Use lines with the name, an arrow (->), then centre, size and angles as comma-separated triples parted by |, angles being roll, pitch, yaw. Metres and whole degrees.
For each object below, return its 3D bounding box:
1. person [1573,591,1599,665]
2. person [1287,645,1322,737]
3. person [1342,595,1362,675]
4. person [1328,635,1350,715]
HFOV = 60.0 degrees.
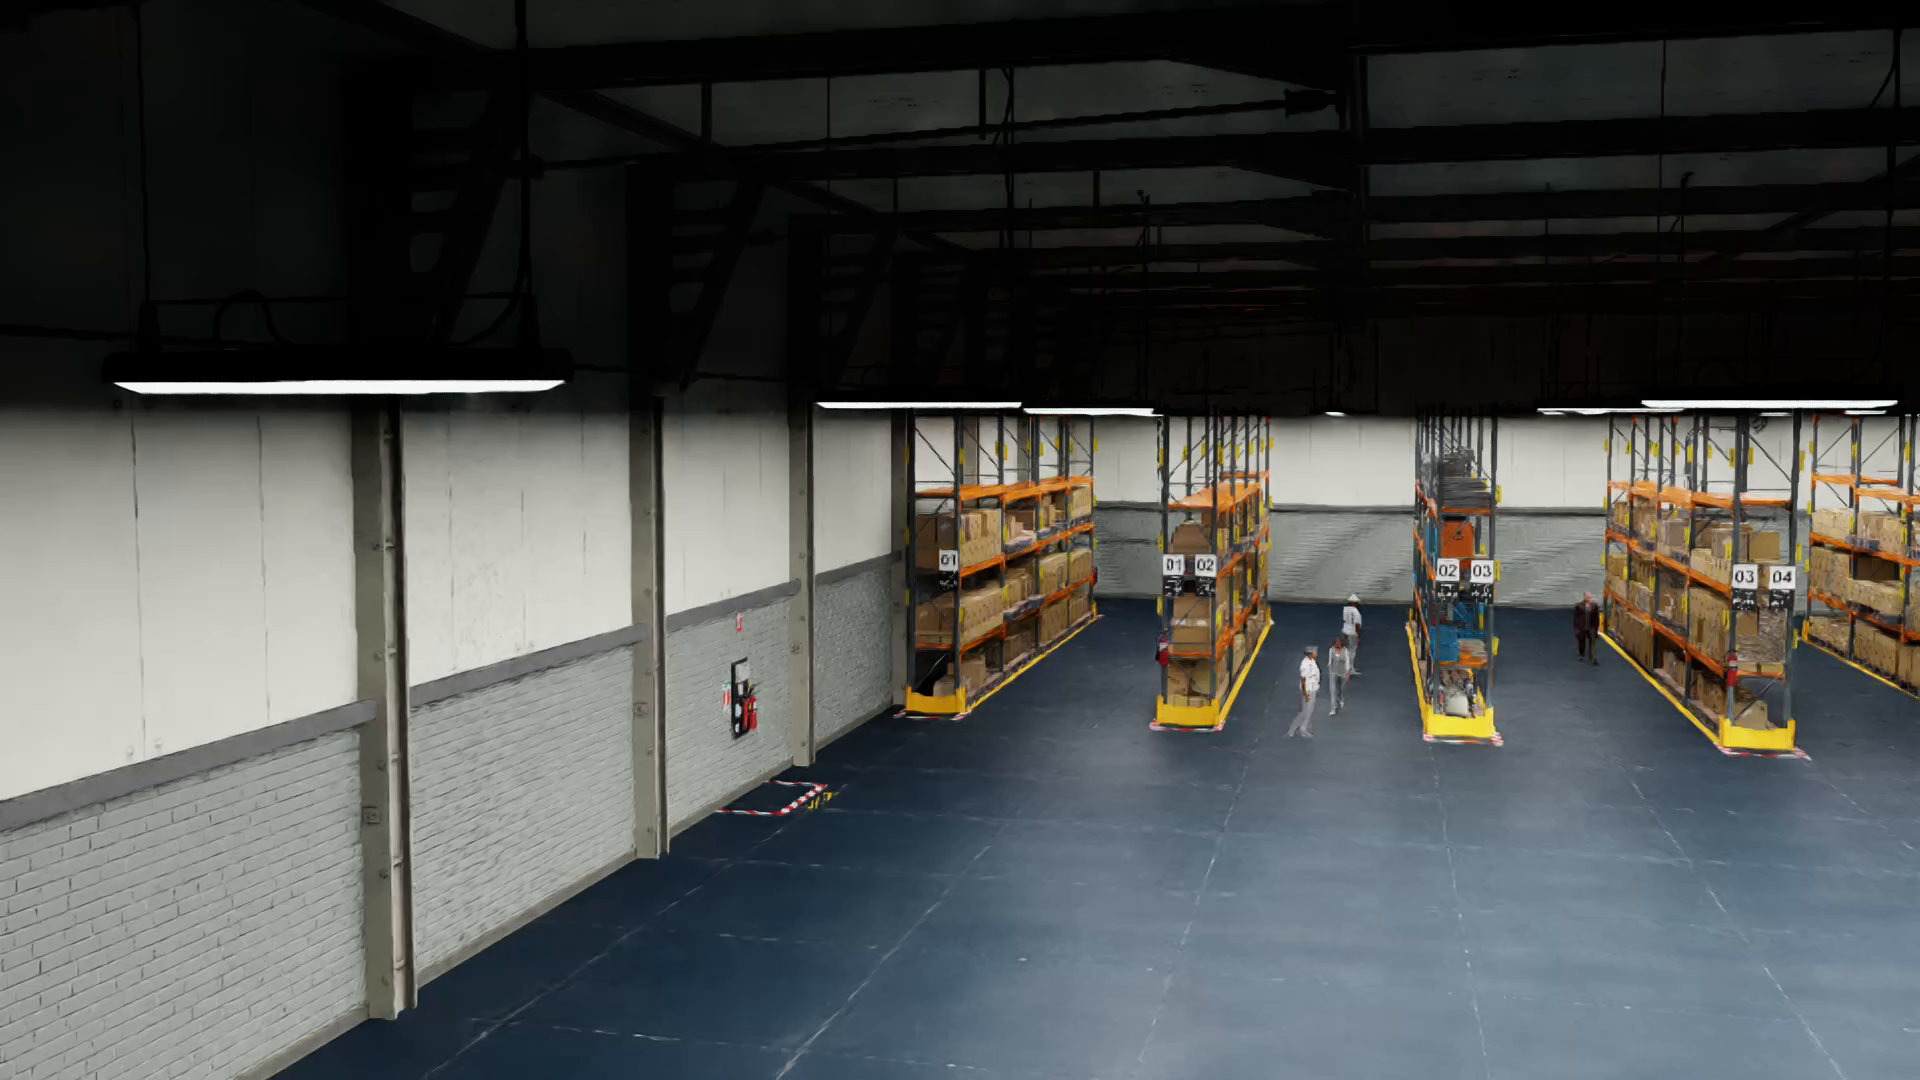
person -> 14.634, 2.028, 38.849 | 0.598, 1.698, 1.193 | 1, 4, 16
person -> 6.171, 2.716, 29.809 | 0.462, 1.655, 0.631 | 3, 5, 40
person -> 8.832, 2.106, 37.280 | 0.463, 1.772, 0.649 | -1, 4, -16
person -> 7.374, 2.599, 32.345 | 0.417, 1.525, 1.034 | 1, 4, 13
